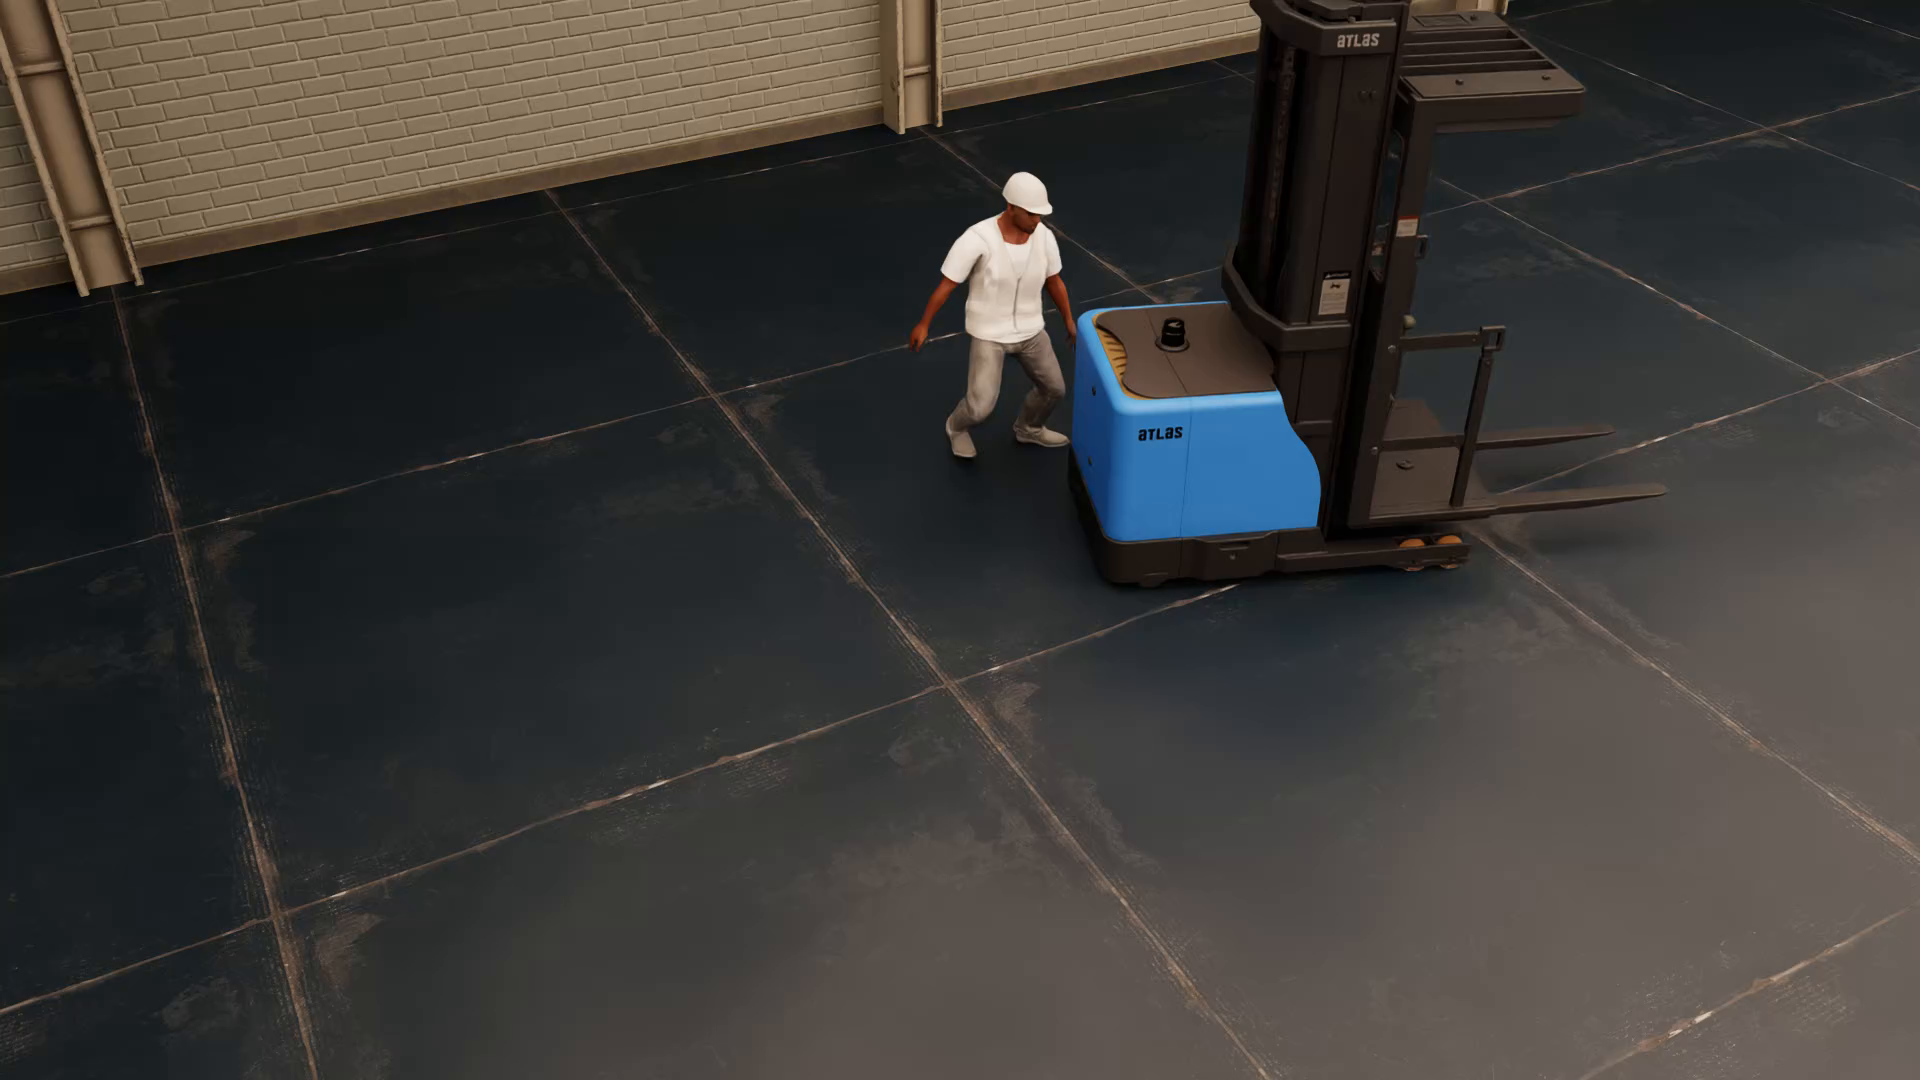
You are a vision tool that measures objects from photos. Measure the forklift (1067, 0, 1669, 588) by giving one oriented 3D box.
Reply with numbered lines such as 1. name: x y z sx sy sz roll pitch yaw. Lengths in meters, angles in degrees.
1. forklift: 2.140 -1.336 8.013 3.031 2.935 1.130 -5 36 -6

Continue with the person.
1. person: 0.192 -1.157 8.846 0.934 1.683 0.492 -13 37 -17
